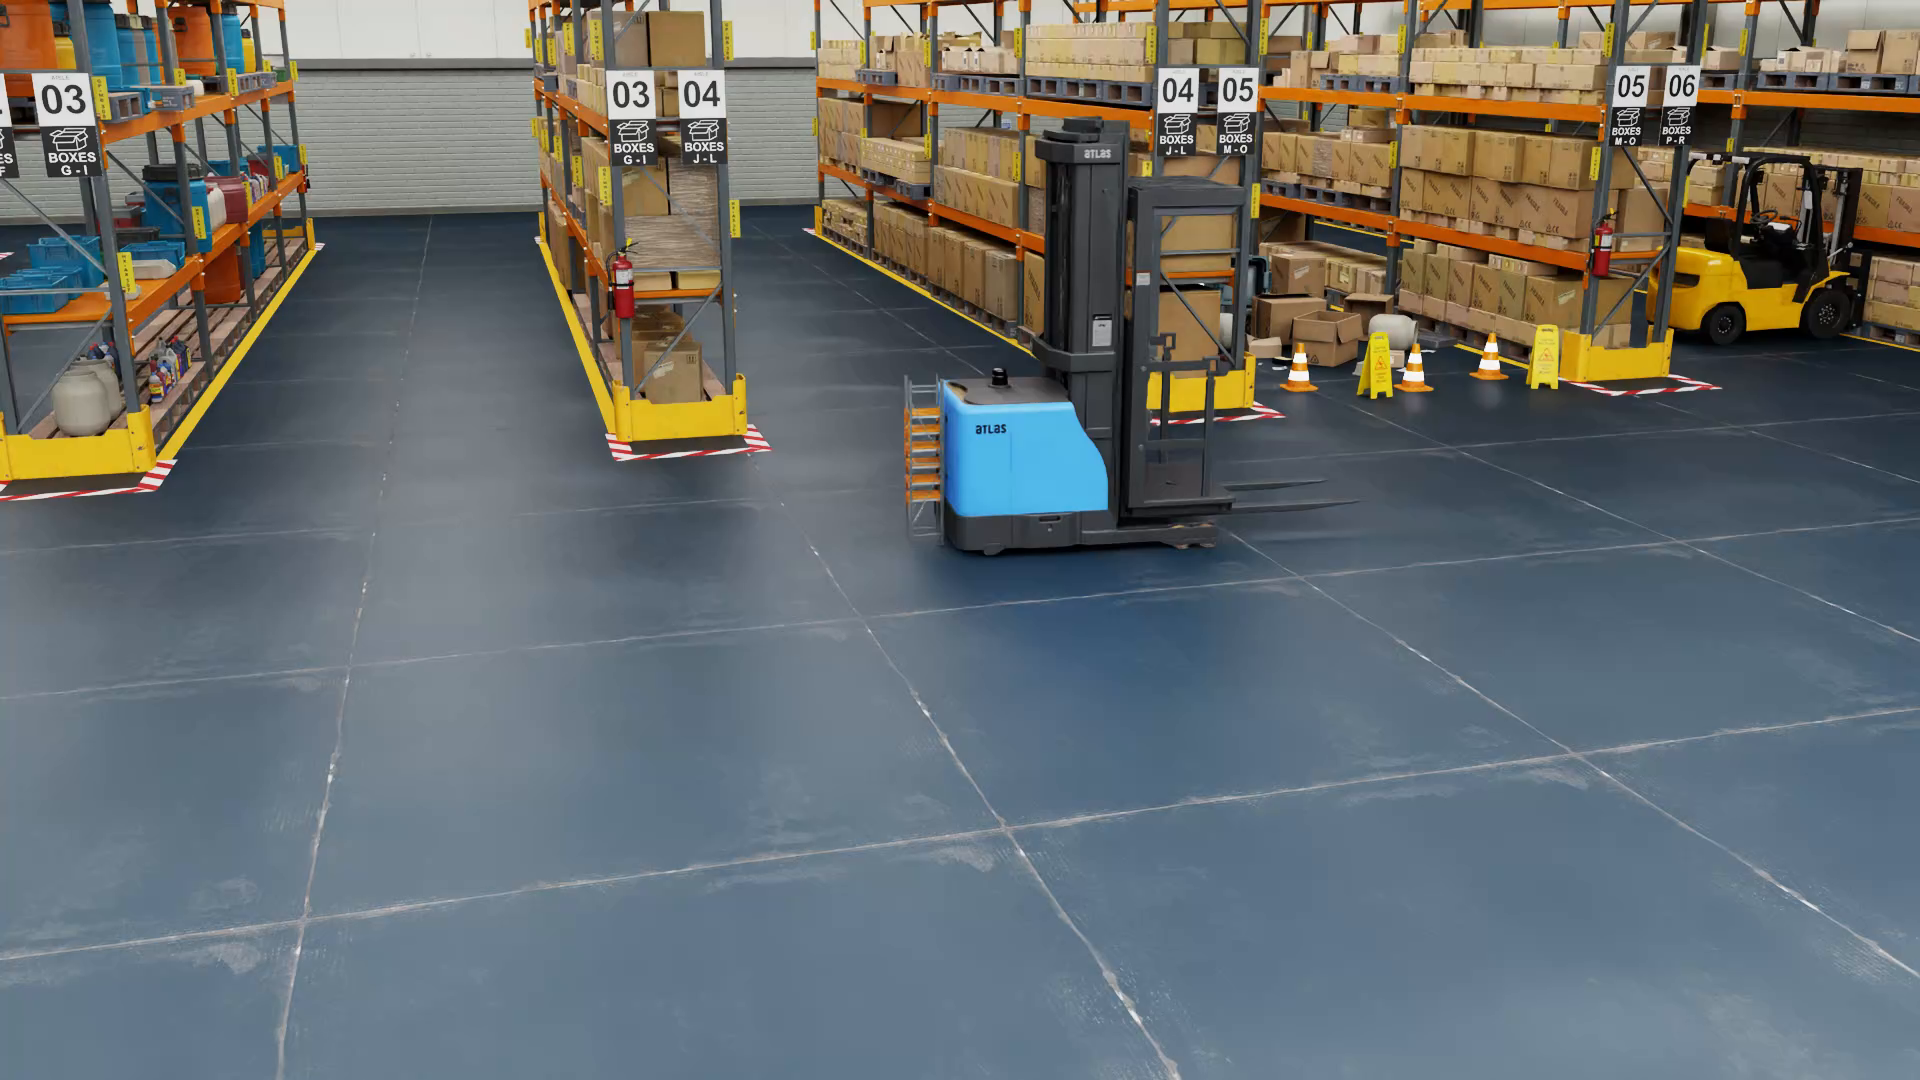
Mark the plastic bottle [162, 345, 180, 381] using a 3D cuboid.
[{"bbox_3d":[-7.784,-1.742,16.376,0.144,0.351,0.185,-5,17,-16],"label":"plastic bottle"}]

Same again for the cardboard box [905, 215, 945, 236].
[{"bbox_3d":[-0.509,-4.630,24.463,0.500,0.250,0.500,-4,17,-14],"label":"cardboard box"}]

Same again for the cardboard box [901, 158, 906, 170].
[{"bbox_3d":[-0.643,-5.430,24.004,0.380,0.149,0.250,-4,17,-14],"label":"cardboard box"}]

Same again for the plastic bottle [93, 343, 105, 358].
[{"bbox_3d":[-8.557,-1.783,16.515,0.144,0.351,0.185,-4,17,-14],"label":"plastic bottle"}]

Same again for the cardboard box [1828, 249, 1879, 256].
[{"bbox_3d":[10.929,-3.446,20.521,0.500,0.250,0.500,-5,17,-16],"label":"cardboard box"}]

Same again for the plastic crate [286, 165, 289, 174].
[{"bbox_3d":[-11.279,-6.108,27.426,0.396,0.136,0.243,-5,17,-15],"label":"plastic crate"}]

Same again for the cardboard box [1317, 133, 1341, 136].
[{"bbox_3d":[5.357,-5.525,23.709,0.500,0.500,0.500,-5,17,-16],"label":"cardboard box"}]

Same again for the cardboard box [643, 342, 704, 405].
[{"bbox_3d":[-2.673,-1.561,15.549,0.500,0.500,0.500,-1,17,-5],"label":"cardboard box"}]

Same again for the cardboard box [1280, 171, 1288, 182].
[{"bbox_3d":[4.799,-5.195,23.739,0.380,0.149,0.250,-6,18,-19],"label":"cardboard box"}]

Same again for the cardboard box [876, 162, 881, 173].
[{"bbox_3d":[-1.068,-5.716,25.474,0.380,0.149,0.250,-5,18,-18],"label":"cardboard box"}]

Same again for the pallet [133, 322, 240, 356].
[{"bbox_3d":[-8.971,-2.314,19.289,1.003,0.211,1.213,-5,17,-15],"label":"pallet"}]

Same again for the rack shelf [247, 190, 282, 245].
[{"bbox_3d":[-10.028,-4.413,22.678,1.077,0.370,4.000,-5,17,-15],"label":"rack shelf"}]

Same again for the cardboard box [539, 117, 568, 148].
[{"bbox_3d":[-6.757,-6.803,27.825,0.500,0.500,0.500,-5,17,-17],"label":"cardboard box"}]

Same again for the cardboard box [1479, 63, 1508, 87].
[{"bbox_3d":[6.186,-5.215,18.630,0.500,0.250,0.500,-5,17,-15],"label":"cardboard box"}]

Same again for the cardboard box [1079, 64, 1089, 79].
[{"bbox_3d":[1.443,-4.799,17.034,0.380,0.149,0.250,-4,17,-15],"label":"cardboard box"}]

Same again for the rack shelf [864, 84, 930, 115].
[{"bbox_3d":[-0.469,-6.605,24.763,1.077,0.370,4.000,-5,17,-15],"label":"rack shelf"}]

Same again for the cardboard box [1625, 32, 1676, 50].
[{"bbox_3d":[9.828,-7.005,23.766,0.500,0.500,0.500,-4,17,-14],"label":"cardboard box"}]

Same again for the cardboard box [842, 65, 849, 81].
[{"bbox_3d":[-1.680,-7.825,27.834,0.500,0.250,0.500,-5,17,-16],"label":"cardboard box"}]

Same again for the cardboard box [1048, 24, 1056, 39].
[{"bbox_3d":[1.163,-5.462,17.855,0.380,0.149,0.250,-5,17,-16],"label":"cardboard box"}]

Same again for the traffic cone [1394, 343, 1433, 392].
[{"bbox_3d":[4.678,-1.786,17.094,0.336,0.463,0.334,-5,17,-15],"label":"traffic cone"}]

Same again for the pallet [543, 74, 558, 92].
[{"bbox_3d":[-4.944,-6.116,22.211,1.213,0.211,1.003,-4,17,-13],"label":"pallet"}]

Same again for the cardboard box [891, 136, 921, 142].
[{"bbox_3d":[-0.913,-6.413,27.398,0.500,0.500,0.500,-5,17,-16],"label":"cardboard box"}]

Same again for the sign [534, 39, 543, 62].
[{"bbox_3d":[-6.349,-7.380,25.055,0.100,0.325,0.005,-5,17,-15],"label":"sign"}]

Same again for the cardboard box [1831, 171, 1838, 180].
[{"bbox_3d":[10.923,-4.486,20.372,0.380,0.149,0.250,-5,17,-16],"label":"cardboard box"}]

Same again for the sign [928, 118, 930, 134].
[{"bbox_3d":[-0.486,-6.665,26.915,0.100,0.325,0.005,-5,17,-15],"label":"sign"}]

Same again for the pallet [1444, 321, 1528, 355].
[{"bbox_3d":[6.469,-2.416,19.628,1.003,0.211,1.213,-5,17,-15],"label":"pallet"}]

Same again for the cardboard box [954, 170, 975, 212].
[{"bbox_3d":[0.225,-4.582,21.818,0.500,0.500,0.500,-5,17,-15],"label":"cardboard box"}]

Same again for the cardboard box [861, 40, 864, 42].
[{"bbox_3d":[-1.368,-7.926,26.609,0.380,0.149,0.250,-6,18,-18],"label":"cardboard box"}]

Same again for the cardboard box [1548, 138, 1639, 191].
[{"bbox_3d":[6.660,-3.959,17.490,0.700,0.500,0.500,-5,17,-17],"label":"cardboard box"}]

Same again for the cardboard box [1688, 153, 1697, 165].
[{"bbox_3d":[10.270,-5.243,22.892,0.380,0.149,0.250,-5,17,-15],"label":"cardboard box"}]

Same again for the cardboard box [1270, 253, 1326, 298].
[{"bbox_3d":[4.208,-3.289,20.716,0.500,0.500,0.500,-5,17,-15],"label":"cardboard box"}]

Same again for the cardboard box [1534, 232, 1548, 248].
[{"bbox_3d":[6.476,-3.266,18.048,0.380,0.149,0.250,-5,17,-16],"label":"cardboard box"}]

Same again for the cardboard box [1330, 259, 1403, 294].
[{"bbox_3d":[5.564,-3.559,22.423,0.950,0.372,0.625,-4,17,-12],"label":"cardboard box"}]

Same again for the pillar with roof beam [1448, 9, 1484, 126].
[{"bbox_3d":[5.020,-9.676,28.521,9.100,9.000,0.400,-5,17,-15],"label":"pillar with roof beam"}]

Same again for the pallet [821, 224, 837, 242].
[{"bbox_3d":[-1.908,-5.589,30.190,1.003,0.211,1.213,-5,17,-15],"label":"pallet"}]

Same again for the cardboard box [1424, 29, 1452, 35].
[{"bbox_3d":[8.231,-8.674,28.697,0.396,0.266,0.258,-5,17,-16],"label":"cardboard box"}]

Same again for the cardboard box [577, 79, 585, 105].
[{"bbox_3d":[-3.740,-4.709,17.462,0.500,0.250,0.500,-5,18,-17],"label":"cardboard box"}]

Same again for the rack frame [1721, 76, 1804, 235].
[{"bbox_3d":[10.683,-4.666,22.272,1.000,3.000,0.127,-5,17,-15],"label":"rack frame"}]

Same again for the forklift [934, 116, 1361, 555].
[{"bbox_3d":[1.376,-1.487,11.807,3.031,2.935,1.130,-3,17,-10],"label":"forklift"}]

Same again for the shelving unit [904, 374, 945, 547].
[{"bbox_3d":[-0.252,-0.559,11.727,0.258,1.200,0.189,-3,17,-10],"label":"shelving unit"}]

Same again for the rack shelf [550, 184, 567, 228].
[{"bbox_3d":[-5.266,-4.804,23.982,1.077,0.370,4.000,-5,17,-15],"label":"rack shelf"}]

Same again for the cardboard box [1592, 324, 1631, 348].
[{"bbox_3d":[7.055,-2.295,18.429,0.500,0.250,0.500,-5,17,-16],"label":"cardboard box"}]

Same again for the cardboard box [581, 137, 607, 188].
[{"bbox_3d":[-3.738,-4.014,17.671,0.500,0.500,0.500,-5,17,-15],"label":"cardboard box"}]

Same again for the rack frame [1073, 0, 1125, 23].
[{"bbox_3d":[2.613,-10.465,31.149,1.000,3.000,0.127,-5,17,-15],"label":"rack frame"}]

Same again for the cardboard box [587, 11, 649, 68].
[{"bbox_3d":[-3.187,-4.658,15.470,0.500,0.500,0.500,-5,17,-15],"label":"cardboard box"}]

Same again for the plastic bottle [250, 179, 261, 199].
[{"bbox_3d":[-9.920,-4.927,23.356,0.152,0.276,0.135,-5,17,-15],"label":"plastic bottle"}]

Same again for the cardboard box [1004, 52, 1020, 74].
[{"bbox_3d":[0.832,-5.650,19.689,0.500,0.250,0.500,-5,17,-15],"label":"cardboard box"}]

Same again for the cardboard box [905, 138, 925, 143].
[{"bbox_3d":[-0.646,-6.262,26.257,0.380,0.149,0.250,-5,17,-17],"label":"cardboard box"}]

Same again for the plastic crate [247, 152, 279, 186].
[{"bbox_3d":[-10.582,-5.637,25.287,0.402,0.464,0.583,-5,17,-15],"label":"plastic crate"}]

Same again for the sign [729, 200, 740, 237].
[{"bbox_3d":[-1.996,-2.840,14.688,0.100,0.325,0.005,-5,17,-15],"label":"sign"}]

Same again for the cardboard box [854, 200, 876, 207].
[{"bbox_3d":[-1.715,-6.093,30.213,0.380,0.149,0.250,-4,17,-14],"label":"cardboard box"}]

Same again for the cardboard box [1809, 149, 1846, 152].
[{"bbox_3d":[11.176,-4.958,21.424,0.380,0.149,0.250,-5,17,-16],"label":"cardboard box"}]

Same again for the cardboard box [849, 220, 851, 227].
[{"bbox_3d":[-1.706,-5.475,28.672,0.380,0.149,0.250,-6,18,-18],"label":"cardboard box"}]

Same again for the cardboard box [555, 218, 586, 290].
[{"bbox_3d":[-4.886,-3.972,22.923,1.225,0.875,0.875,-6,18,-18],"label":"cardboard box"}]
